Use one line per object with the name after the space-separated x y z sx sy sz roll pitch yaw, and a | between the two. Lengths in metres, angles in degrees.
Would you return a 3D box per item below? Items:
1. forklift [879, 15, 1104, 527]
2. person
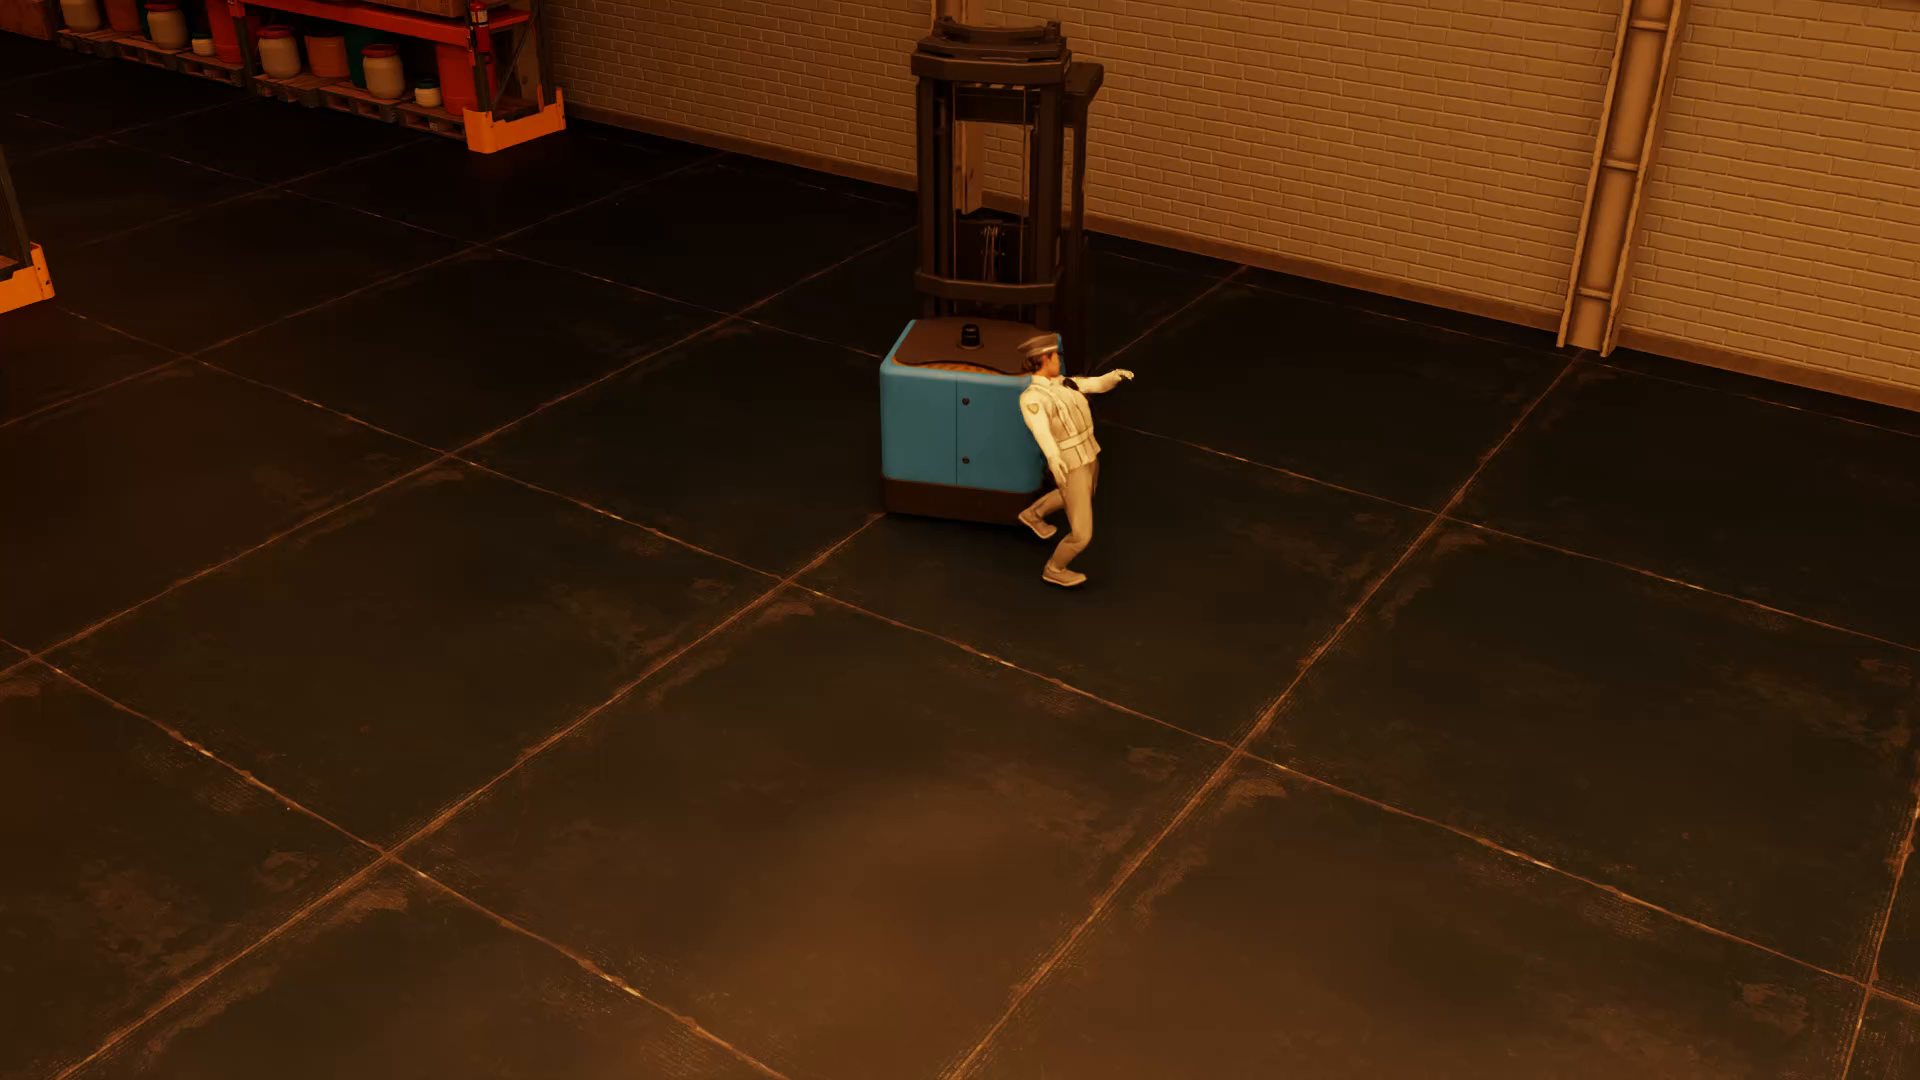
0.317 -2.076 11.156 1.130 2.935 3.031 7 31 11 | forklift
0.605 -0.407 9.699 0.740 1.444 0.951 8 31 14 | person
